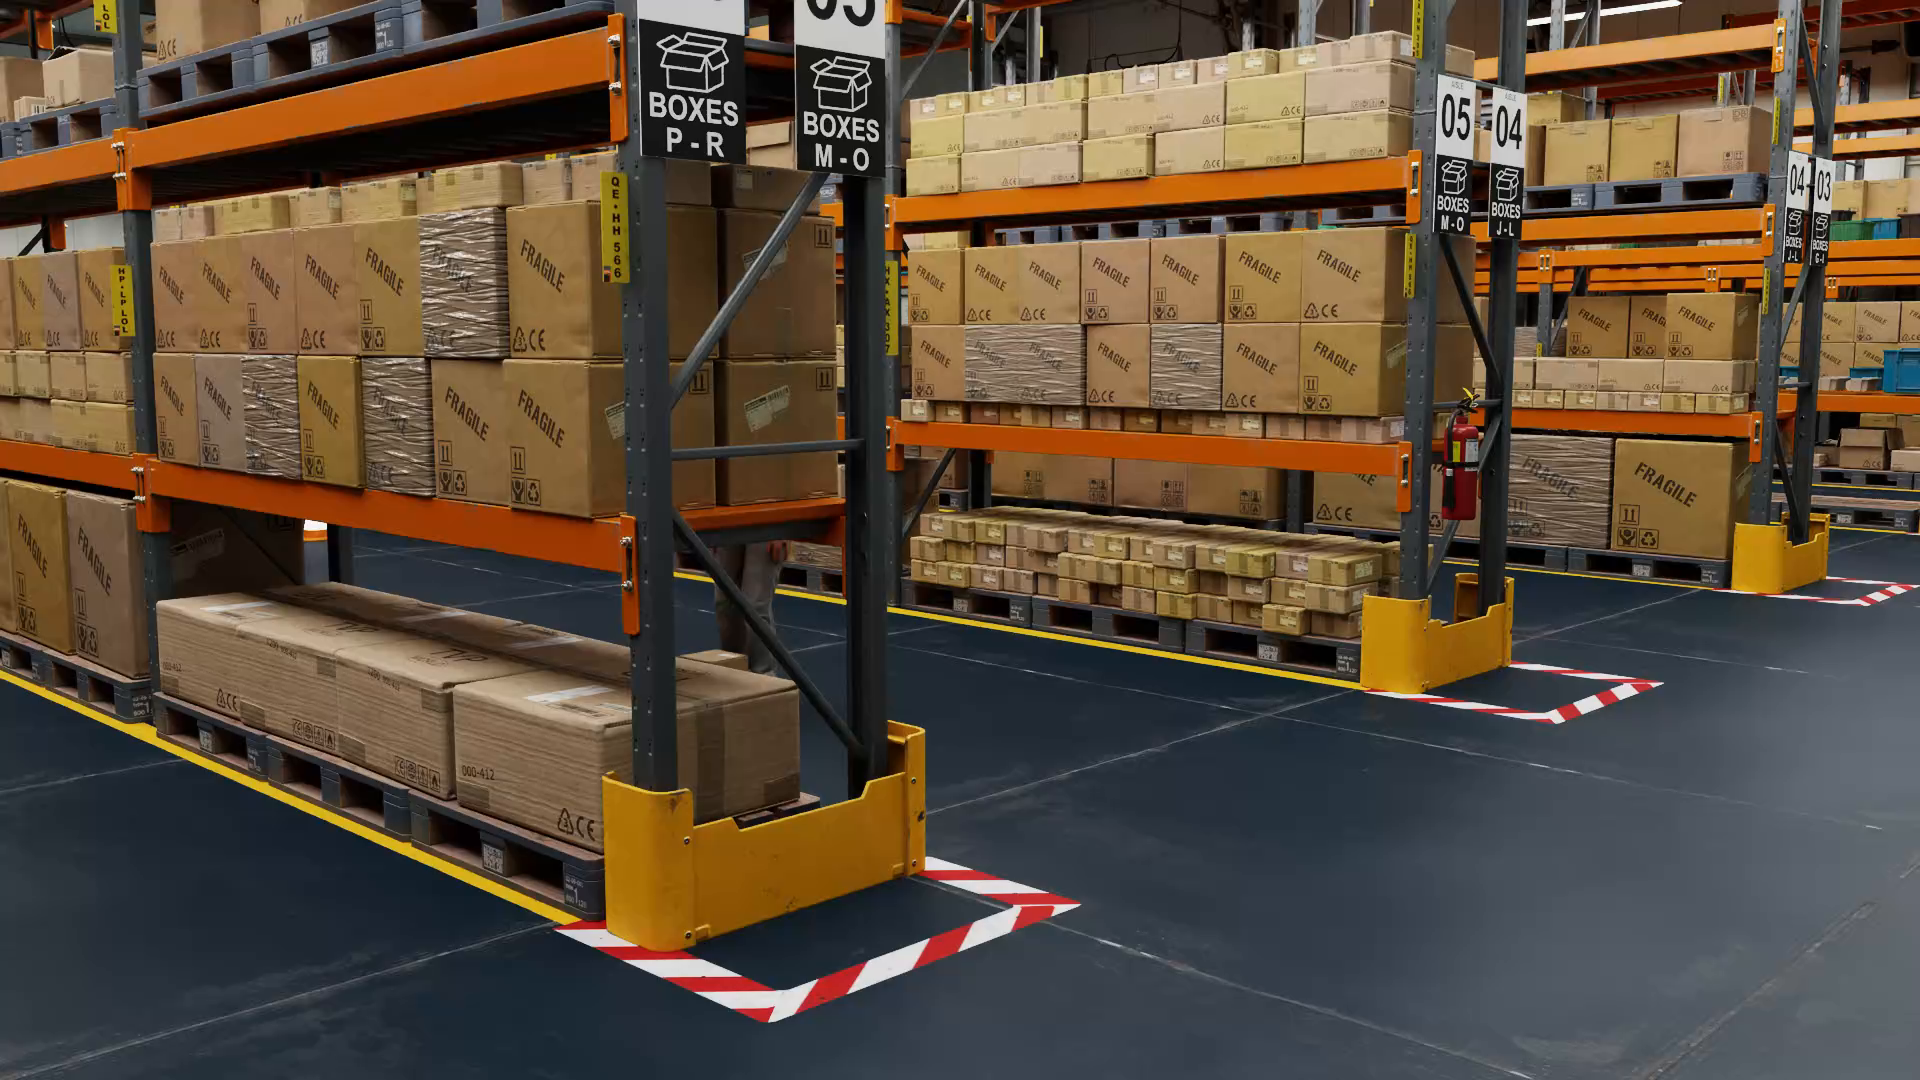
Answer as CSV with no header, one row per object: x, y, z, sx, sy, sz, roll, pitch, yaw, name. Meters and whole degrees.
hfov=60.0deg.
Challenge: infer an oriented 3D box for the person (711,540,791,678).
-1.091,-0.060,8.643,0.581,1.769,0.476,6,9,40,person
